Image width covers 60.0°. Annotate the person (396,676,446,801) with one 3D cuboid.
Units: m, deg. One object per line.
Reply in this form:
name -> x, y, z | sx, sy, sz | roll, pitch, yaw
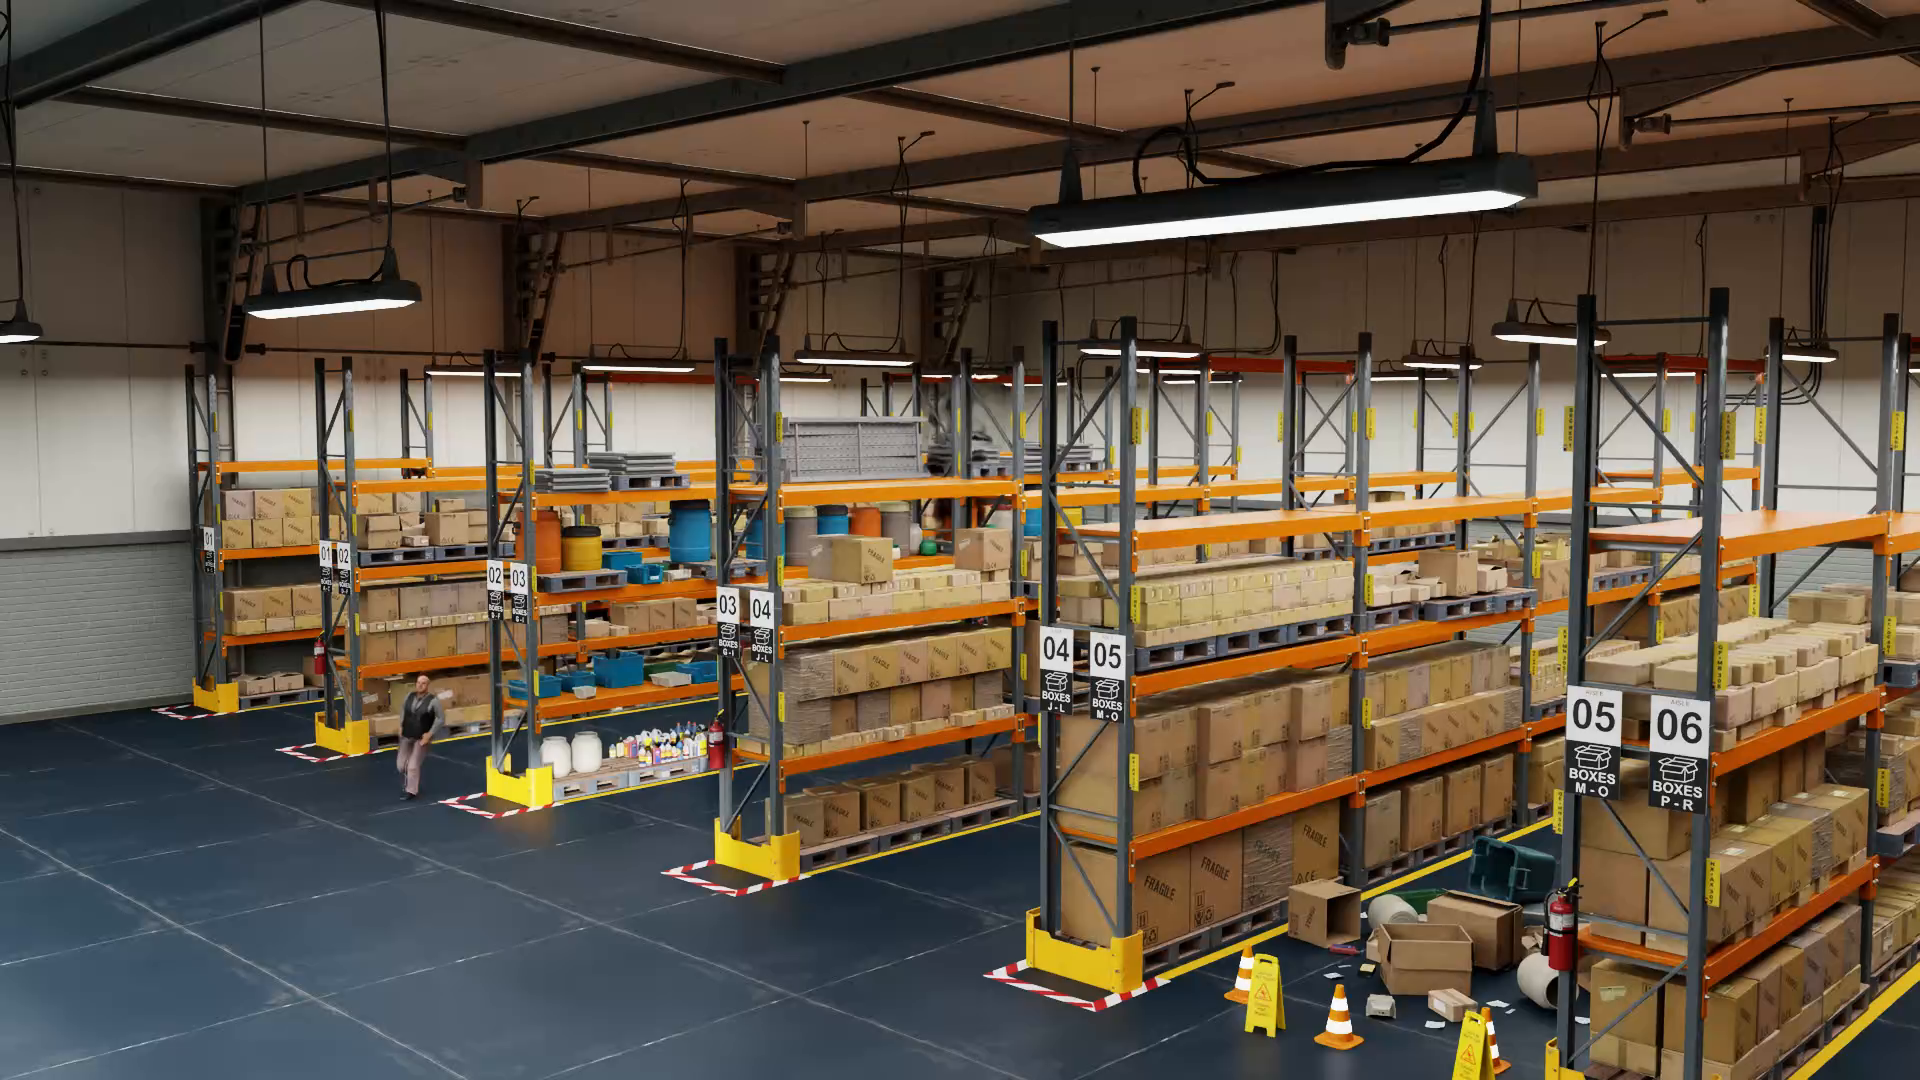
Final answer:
person -> -7.210, 2.634, 22.264 | 0.724, 1.666, 0.553 | 1, 4, 9
